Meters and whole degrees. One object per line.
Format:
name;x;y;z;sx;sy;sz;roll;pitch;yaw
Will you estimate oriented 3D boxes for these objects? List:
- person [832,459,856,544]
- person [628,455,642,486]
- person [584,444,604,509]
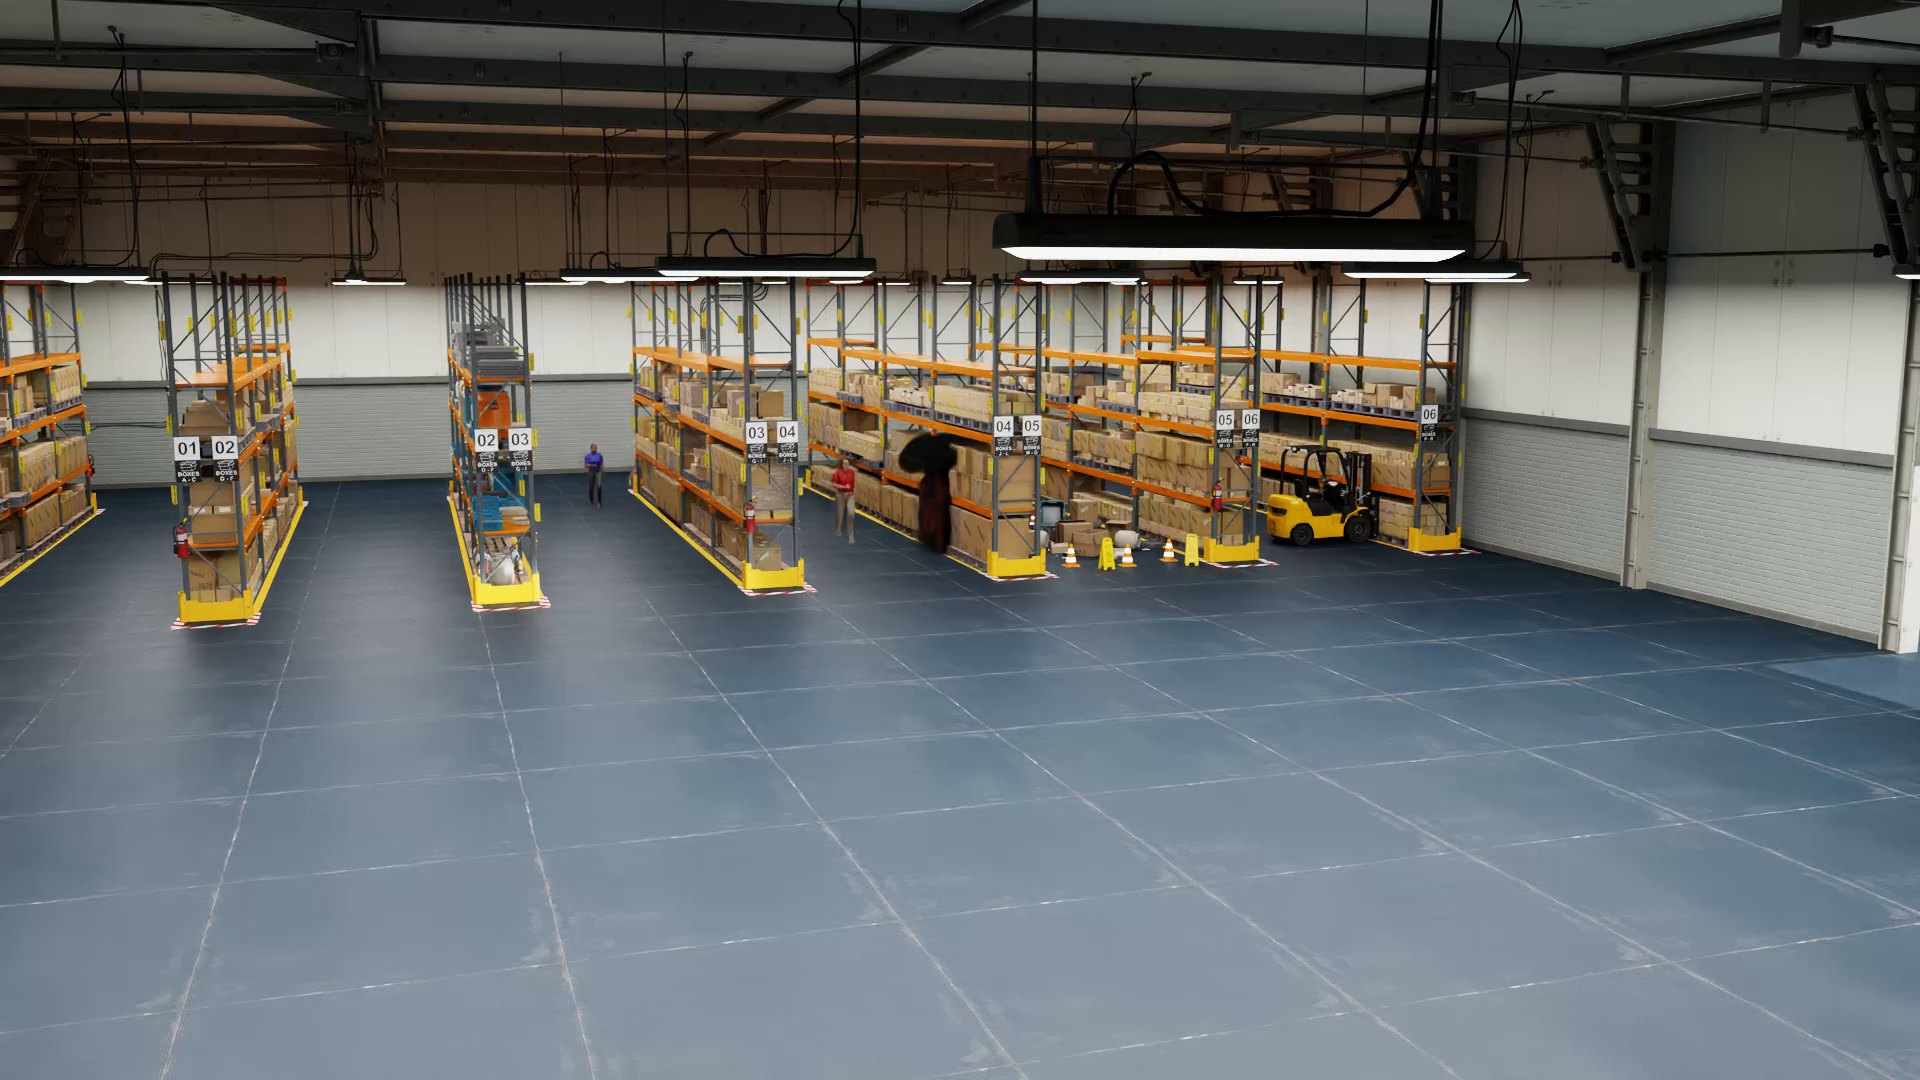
person;-2.512;-0.852;36.323;0.618;1.862;0.827;-4;9;-23
person;-9.192;-2.405;48.289;0.962;1.664;0.593;4;10;27
person;-9.614;-1.678;43.740;0.533;1.702;0.849;-3;9;-20
